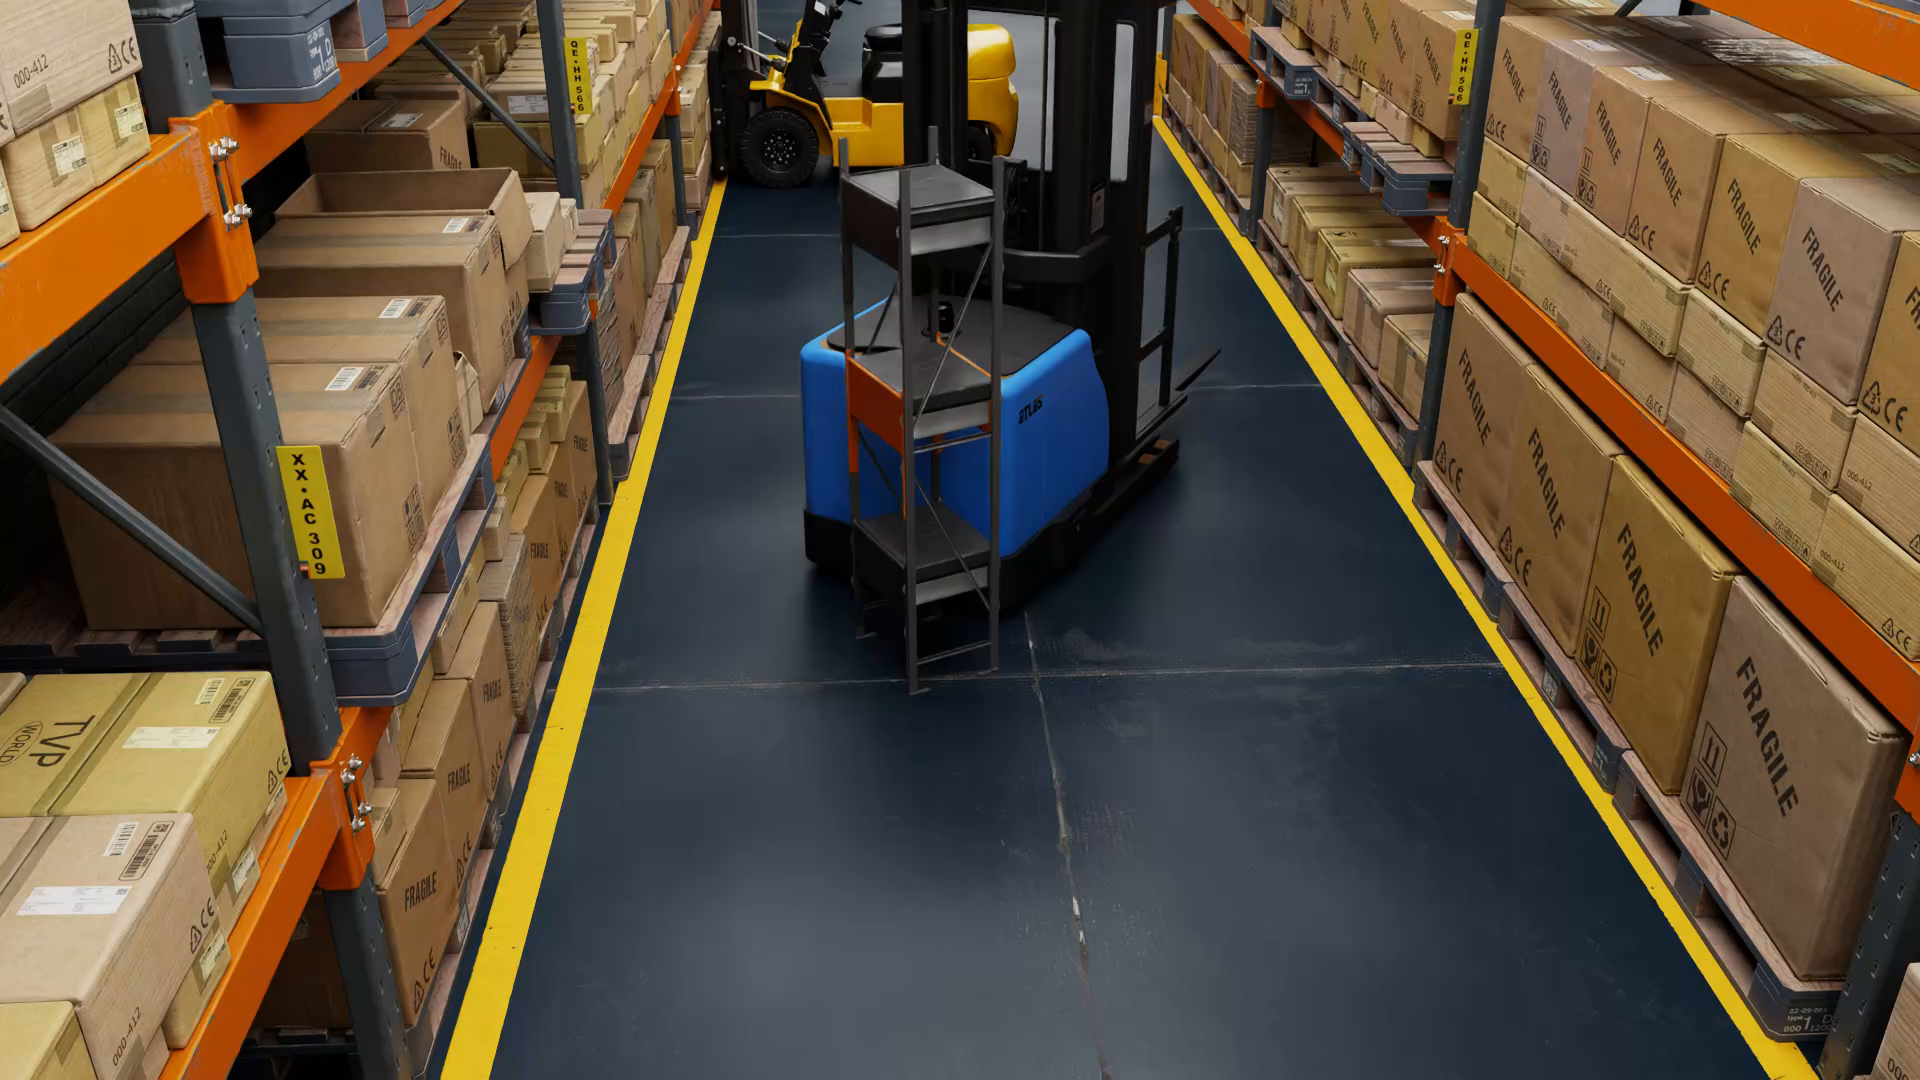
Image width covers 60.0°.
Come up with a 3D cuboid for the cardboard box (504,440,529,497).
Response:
[{"bbox_3d":[-1.929,-0.278,6.586,0.380,0.149,0.250,-1,28,-1],"label":"cardboard box"}]

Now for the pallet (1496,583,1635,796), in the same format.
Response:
[{"bbox_3d":[2.792,0.538,6.491,1.003,0.211,1.213,-1,28,-3],"label":"pallet"}]

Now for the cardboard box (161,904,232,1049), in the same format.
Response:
[{"bbox_3d":[-1.640,0.834,3.179,0.380,0.149,0.250,-1,28,-1],"label":"cardboard box"}]

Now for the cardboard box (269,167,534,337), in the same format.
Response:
[{"bbox_3d":[-1.921,-0.988,5.835,0.797,0.503,0.637,-2,28,-4],"label":"cardboard box"}]

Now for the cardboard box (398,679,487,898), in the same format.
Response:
[{"bbox_3d":[-1.820,0.790,5.241,0.500,0.500,0.500,-2,28,-3],"label":"cardboard box"}]

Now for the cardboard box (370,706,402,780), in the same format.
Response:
[{"bbox_3d":[-1.796,0.554,4.671,0.380,0.149,0.250,-3,28,-5],"label":"cardboard box"}]

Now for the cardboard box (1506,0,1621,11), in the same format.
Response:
[{"bbox_3d":[2.939,-2.443,8.307,0.500,0.500,0.500,0,28,0],"label":"cardboard box"}]

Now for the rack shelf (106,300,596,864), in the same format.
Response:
[{"bbox_3d":[-2.086,-0.263,5.788,1.077,0.370,4.000,-1,28,-3],"label":"rack shelf"}]

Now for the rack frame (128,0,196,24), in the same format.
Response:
[{"bbox_3d":[-1.982,-2.318,2.463,1.000,3.000,0.127,-1,28,-3],"label":"rack frame"}]

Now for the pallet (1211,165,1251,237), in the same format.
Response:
[{"bbox_3d":[2.487,-2.547,12.405,1.003,0.211,1.213,-1,28,-3],"label":"pallet"}]

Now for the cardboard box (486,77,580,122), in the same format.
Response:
[{"bbox_3d":[-1.913,-1.991,7.515,0.380,0.149,0.250,-1,28,-1],"label":"cardboard box"}]

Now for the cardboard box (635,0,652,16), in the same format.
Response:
[{"bbox_3d":[-2.022,-3.181,9.795,0.380,0.149,0.250,-2,28,-4],"label":"cardboard box"}]

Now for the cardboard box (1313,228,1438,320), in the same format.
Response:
[{"bbox_3d":[2.666,-1.600,9.961,0.950,0.372,0.625,0,28,-1],"label":"cardboard box"}]

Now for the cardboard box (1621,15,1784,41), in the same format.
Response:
[{"bbox_3d":[3.054,-1.882,6.925,0.500,0.500,0.500,-2,28,-4],"label":"cardboard box"}]

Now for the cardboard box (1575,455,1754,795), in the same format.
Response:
[{"bbox_3d":[2.808,0.275,5.823,0.875,0.875,0.875,-1,28,-1],"label":"cardboard box"}]

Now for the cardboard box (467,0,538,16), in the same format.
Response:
[{"bbox_3d":[-2.600,-3.043,9.532,0.380,0.149,0.250,-1,28,-3],"label":"cardboard box"}]

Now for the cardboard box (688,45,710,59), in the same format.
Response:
[{"bbox_3d":[-2.185,-3.702,13.043,0.500,0.250,0.500,-2,28,-4],"label":"cardboard box"}]

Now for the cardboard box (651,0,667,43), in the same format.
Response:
[{"bbox_3d":[-2.119,-3.287,10.430,0.500,0.250,0.500,-2,28,-4],"label":"cardboard box"}]

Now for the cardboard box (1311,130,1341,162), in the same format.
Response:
[{"bbox_3d":[2.796,-3.053,12.067,0.500,0.500,0.500,0,28,0],"label":"cardboard box"}]

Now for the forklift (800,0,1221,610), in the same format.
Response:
[{"bbox_3d":[0.454,-1.653,7.750,1.130,2.935,3.031,14,31,25],"label":"forklift"}]

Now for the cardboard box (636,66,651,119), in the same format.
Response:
[{"bbox_3d":[-2.085,-2.597,9.649,0.500,0.250,0.500,-1,28,-2],"label":"cardboard box"}]

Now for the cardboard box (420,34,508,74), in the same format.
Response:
[{"bbox_3d":[-2.506,-2.456,8.406,0.380,0.149,0.250,-2,28,-3],"label":"cardboard box"}]

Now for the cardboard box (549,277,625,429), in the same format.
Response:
[{"bbox_3d":[-2.210,-0.927,8.397,0.875,0.625,0.625,-1,28,-1],"label":"cardboard box"}]

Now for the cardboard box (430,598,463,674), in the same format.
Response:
[{"bbox_3d":[-1.855,0.318,5.445,0.380,0.149,0.250,-1,28,-3],"label":"cardboard box"}]

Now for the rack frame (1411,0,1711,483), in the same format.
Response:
[{"bbox_3d":[2.766,-1.627,7.625,1.000,3.000,0.127,-1,28,-3],"label":"rack frame"}]

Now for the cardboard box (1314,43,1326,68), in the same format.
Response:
[{"bbox_3d":[2.337,-2.922,9.926,0.380,0.149,0.250,-1,28,-2],"label":"cardboard box"}]

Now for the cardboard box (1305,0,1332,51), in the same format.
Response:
[{"bbox_3d":[2.334,-3.153,9.668,0.500,0.500,0.500,-2,28,-3],"label":"cardboard box"}]

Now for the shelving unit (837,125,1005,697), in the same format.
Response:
[{"bbox_3d":[-0.143,-0.457,6.356,0.431,2.100,0.503,-14,31,-25],"label":"shelving unit"}]

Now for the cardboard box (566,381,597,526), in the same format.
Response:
[{"bbox_3d":[-1.954,-0.393,7.509,0.500,0.500,0.500,-1,28,-1],"label":"cardboard box"}]

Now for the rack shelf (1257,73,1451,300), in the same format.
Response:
[{"bbox_3d":[2.661,-2.231,9.563,1.077,0.370,4.000,-1,28,-3],"label":"rack shelf"}]

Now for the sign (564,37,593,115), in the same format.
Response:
[{"bbox_3d":[-1.649,-2.001,7.176,0.100,0.325,0.005,-1,28,-3],"label":"sign"}]

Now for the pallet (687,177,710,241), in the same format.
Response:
[{"bbox_3d":[-2.399,-2.484,12.285,1.003,0.211,1.213,-1,28,-3],"label":"pallet"}]

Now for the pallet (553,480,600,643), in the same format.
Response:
[{"bbox_3d":[-2.190,0.077,7.374,1.003,0.211,1.213,-1,28,-3],"label":"pallet"}]

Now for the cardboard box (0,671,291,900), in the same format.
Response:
[{"bbox_3d":[-1.712,0.506,3.377,0.500,0.250,0.500,-1,28,-1],"label":"cardboard box"}]

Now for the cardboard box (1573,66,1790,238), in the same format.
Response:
[{"bbox_3d":[2.595,-1.413,6.025,0.500,0.500,0.500,-1,28,-1],"label":"cardboard box"}]

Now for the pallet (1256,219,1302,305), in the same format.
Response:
[{"bbox_3d":[2.599,-1.878,11.123,1.003,0.211,1.213,-1,28,-3],"label":"pallet"}]

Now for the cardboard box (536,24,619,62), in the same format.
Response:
[{"bbox_3d":[-1.991,-2.587,8.657,0.380,0.149,0.250,-1,28,-2],"label":"cardboard box"}]

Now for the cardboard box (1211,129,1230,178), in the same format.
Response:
[{"bbox_3d":[2.220,-2.953,12.688,0.500,0.250,0.500,-2,28,-4],"label":"cardboard box"}]

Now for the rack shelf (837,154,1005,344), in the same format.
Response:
[{"bbox_3d":[-0.144,-1.066,6.038,0.431,0.518,0.480,-14,31,-25],"label":"rack shelf"}]

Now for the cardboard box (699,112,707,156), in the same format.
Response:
[{"bbox_3d":[-2.145,-3.005,12.246,0.500,0.250,0.500,-2,28,-3],"label":"cardboard box"}]

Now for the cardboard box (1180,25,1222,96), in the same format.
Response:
[{"bbox_3d":[2.148,-3.989,13.863,0.500,0.500,0.500,-2,28,-5],"label":"cardboard box"}]

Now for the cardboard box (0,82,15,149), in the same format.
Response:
[{"bbox_3d":[-1.669,-0.597,2.247,0.500,0.250,0.500,-2,28,-4],"label":"cardboard box"}]

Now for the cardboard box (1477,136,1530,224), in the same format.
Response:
[{"bbox_3d":[2.546,-1.542,7.084,0.500,0.250,0.500,-2,28,-3],"label":"cardboard box"}]

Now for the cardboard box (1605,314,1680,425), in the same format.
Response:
[{"bbox_3d":[2.635,-0.621,5.860,0.500,0.250,0.500,-1,28,-3],"label":"cardboard box"}]

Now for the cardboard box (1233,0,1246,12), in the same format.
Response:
[{"bbox_3d":[2.252,-4.087,11.913,0.500,0.500,0.500,0,28,-1],"label":"cardboard box"}]

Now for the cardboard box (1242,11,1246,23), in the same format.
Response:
[{"bbox_3d":[2.281,-3.856,12.172,0.380,0.149,0.250,-2,28,-3],"label":"cardboard box"}]

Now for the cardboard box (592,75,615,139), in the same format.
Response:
[{"bbox_3d":[-1.995,-2.102,8.159,0.500,0.250,0.500,-1,28,-1],"label":"cardboard box"}]

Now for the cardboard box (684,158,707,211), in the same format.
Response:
[{"bbox_3d":[-2.094,-2.551,11.916,0.500,0.250,0.500,-1,28,-2],"label":"cardboard box"}]

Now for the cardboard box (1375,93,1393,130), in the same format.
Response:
[{"bbox_3d":[2.365,-2.201,8.544,0.380,0.149,0.250,-3,28,-5],"label":"cardboard box"}]

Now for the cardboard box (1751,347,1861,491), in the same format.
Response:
[{"bbox_3d":[2.675,-0.363,4.824,0.500,0.250,0.500,-1,28,-1],"label":"cardboard box"}]
